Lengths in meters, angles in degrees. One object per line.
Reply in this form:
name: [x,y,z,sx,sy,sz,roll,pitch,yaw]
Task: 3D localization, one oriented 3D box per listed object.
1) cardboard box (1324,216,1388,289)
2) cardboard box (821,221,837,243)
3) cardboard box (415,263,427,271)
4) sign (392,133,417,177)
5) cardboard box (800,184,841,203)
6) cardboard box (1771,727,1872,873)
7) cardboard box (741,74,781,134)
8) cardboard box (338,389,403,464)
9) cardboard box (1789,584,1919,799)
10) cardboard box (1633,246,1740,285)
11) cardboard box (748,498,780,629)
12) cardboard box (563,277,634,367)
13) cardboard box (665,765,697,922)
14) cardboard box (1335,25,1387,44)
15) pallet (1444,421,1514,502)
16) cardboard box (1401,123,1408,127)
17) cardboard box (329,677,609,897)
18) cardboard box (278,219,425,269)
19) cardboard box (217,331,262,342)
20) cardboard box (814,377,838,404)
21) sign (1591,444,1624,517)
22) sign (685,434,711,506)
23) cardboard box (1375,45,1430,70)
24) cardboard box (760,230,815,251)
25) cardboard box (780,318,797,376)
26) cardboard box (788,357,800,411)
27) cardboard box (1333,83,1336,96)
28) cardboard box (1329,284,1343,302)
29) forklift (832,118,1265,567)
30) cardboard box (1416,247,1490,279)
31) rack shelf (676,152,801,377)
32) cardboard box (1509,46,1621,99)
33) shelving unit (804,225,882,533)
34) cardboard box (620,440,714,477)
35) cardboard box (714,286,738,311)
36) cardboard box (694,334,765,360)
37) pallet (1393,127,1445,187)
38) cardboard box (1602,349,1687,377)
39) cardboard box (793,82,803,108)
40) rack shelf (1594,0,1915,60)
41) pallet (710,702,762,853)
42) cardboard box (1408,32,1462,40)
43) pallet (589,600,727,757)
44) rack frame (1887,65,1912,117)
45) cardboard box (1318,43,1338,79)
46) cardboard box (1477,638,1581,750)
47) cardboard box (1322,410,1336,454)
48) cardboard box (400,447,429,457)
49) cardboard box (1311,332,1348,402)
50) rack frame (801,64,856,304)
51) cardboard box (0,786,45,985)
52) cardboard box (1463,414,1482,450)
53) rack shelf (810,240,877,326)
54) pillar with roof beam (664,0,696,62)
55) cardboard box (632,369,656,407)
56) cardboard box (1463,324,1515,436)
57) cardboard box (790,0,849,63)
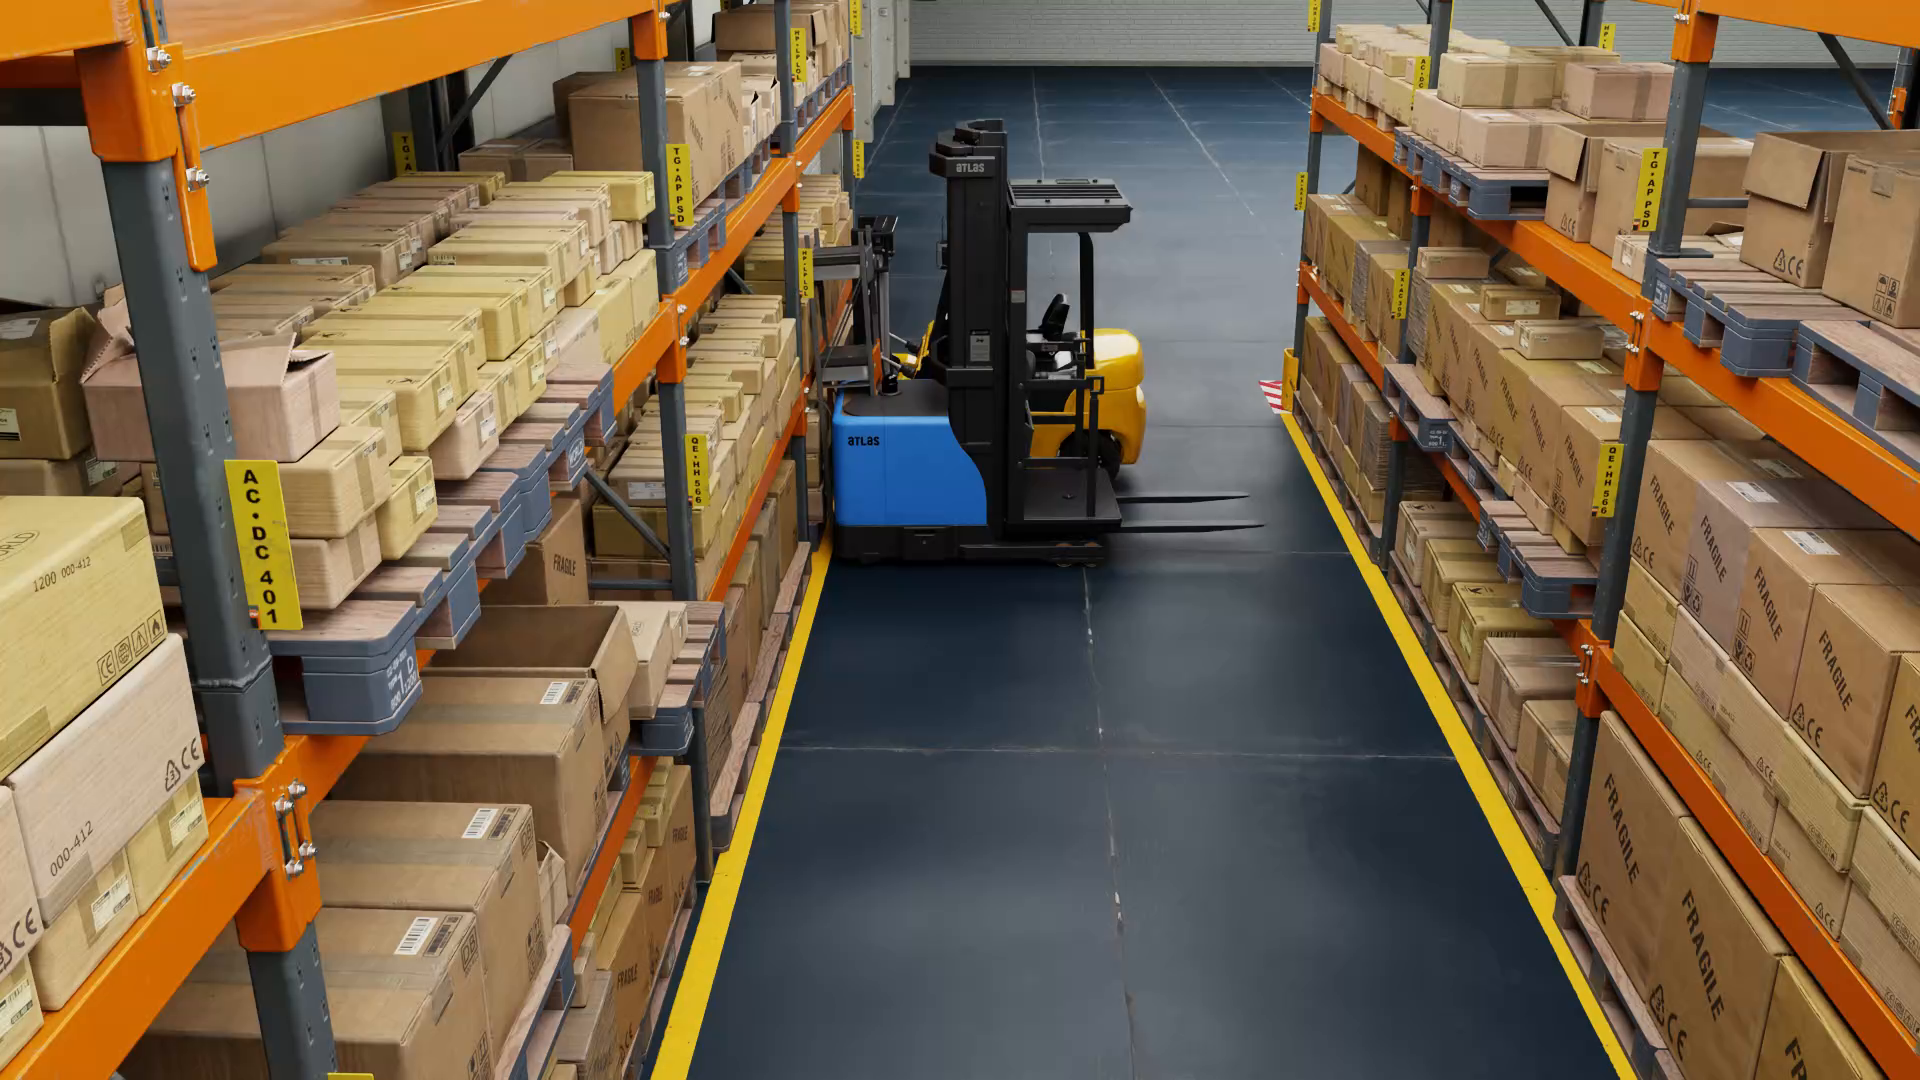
cardboard box: [3.211,-2.283,13.217,0.500,0.500,0.500,0,21,1]
cardboard box: [-1.178,-2.447,13.155,0.380,0.149,0.250,1,21,2]
cardboard box: [-2.022,-0.909,5.734,0.380,0.149,0.250,0,21,1]
sign: [-2.230,-1.484,6.736,0.100,0.325,0.005,1,21,2]
cardboard box: [-1.190,-2.862,13.813,0.380,0.149,0.250,1,21,3]
cardboard box: [2.951,0.822,5.279,0.500,0.250,0.500,1,21,3]
cardboard box: [-1.333,-2.580,9.788,0.500,0.311,0.500,0,21,0]
cardboard box: [-1.413,-0.215,3.507,0.380,0.149,0.250,1,21,3]
cardboard box: [2.971,0.466,5.160,0.500,0.500,0.500,1,21,2]
cardboard box: [3.085,-1.143,7.028,0.380,0.149,0.250,1,21,2]
cardboard box: [-1.590,0.136,10.234,0.875,0.625,0.625,0,21,1]
cardboard box: [-1.463,-0.757,5.894,0.500,0.250,0.500,1,21,2]
cardboard box: [-1.474,1.326,7.339,0.500,0.500,0.500,1,21,3]
cardboard box: [3.314,-4.165,13.713,0.380,0.149,0.250,0,21,1]
pallet: [3.305,-0.372,9.106,1.003,0.211,1.213,1,21,2]
cardboard box: [3.191,-2.773,11.230,0.380,0.149,0.250,1,21,2]
cardboard box: [-1.520,0.762,5.200,0.700,0.500,0.500,1,21,1]
cardboard box: [-1.985,-0.953,5.436,0.380,0.149,0.250,1,21,1]
cardboard box: [-1.903,-0.402,3.990,0.380,0.149,0.250,1,21,3]
cardboard box: [-1.196,-1.161,12.713,0.500,0.250,0.500,1,21,3]
sign: [2.743,-0.251,7.037,0.100,0.325,0.005,1,21,2]
sign: [-1.133,-0.299,7.161,0.100,0.325,0.005,1,21,2]
cardboard box: [3.171,-3.431,11.824,0.380,0.149,0.250,1,21,2]
cardboard box: [-1.221,-2.124,11.911,0.380,0.149,0.250,1,21,3]
cardboard box: [-1.314,-1.227,10.562,0.500,0.250,0.500,0,21,0]
cardboard box: [-1.308,-0.990,10.640,0.500,0.250,0.500,1,21,3]
cardboard box: [3.276,-3.707,13.636,0.380,0.149,0.250,0,21,0]
cardboard box: [3.201,-2.028,13.457,0.380,0.149,0.250,1,21,3]
forklift: [0.625,-1.371,11.511,3.031,2.935,1.130,0,21,-1]
cardboard box: [3.040,-1.709,10.259,0.380,0.149,0.250,1,21,1]
rack shelf: [-1.615,-1.585,8.814,1.077,0.370,4.000,1,21,2]
cardboard box: [3.517,-2.738,9.727,0.500,0.250,0.500,1,21,3]
shelving unit: [-0.778,-1.134,11.778,0.431,2.100,0.503,-3,16,4]
cardboard box: [-1.365,-0.356,7.765,0.380,0.149,0.250,1,21,3]
cardboard box: [-1.811,-1.457,11.498,0.500,0.500,0.500,1,21,1]
cardboard box: [-1.338,-1.096,9.671,0.380,0.149,0.250,0,21,0]
pallet: [3.282,-2.280,9.872,1.213,0.211,1.003,1,21,2]
cardboard box: [3.549,-0.667,8.471,0.500,0.500,0.500,1,21,3]
cardboard box: [-1.237,-2.927,10.908,0.380,0.149,0.250,1,21,3]
rack shelf: [3.347,-2.743,8.206,1.077,0.370,4.000,1,21,2]
pallet: [-1.612,1.204,8.633,1.003,0.211,1.213,1,21,2]
cardboard box: [3.719,-3.889,13.003,0.380,0.149,0.250,1,21,2]
pallet: [-1.626,0.537,6.764,1.213,0.211,1.003,1,21,2]
rack frame: [8.480,-2.620,14.634,1.000,3.000,0.127,1,21,2]
cardboard box: [3.247,-3.926,13.650,0.500,0.250,0.500,0,21,1]
cardboard box: [3.327,0.813,8.839,0.950,0.372,0.625,0,21,1]
cardboard box: [3.201,-0.881,13.374,0.500,0.250,0.500,2,21,5]
cardboard box: [-1.438,-0.165,3.790,0.380,0.149,0.250,1,21,2]
cardboard box: [3.216,-1.415,13.713,0.500,0.500,0.500,0,21,0]
rack frame: [-1.432,-2.691,14.818,1.000,3.000,0.127,1,21,2]
cardboard box: [-1.567,0.546,2.125,0.500,0.250,0.500,0,21,0]
cardboard box: [3.007,-0.603,9.203,0.380,0.149,0.250,1,21,4]
rack shelf: [-0.822,-1.793,11.592,0.431,0.518,0.480,-3,16,4]
pillar with roof beam: [1.948,-5.199,12.987,9.100,9.000,0.400,1,21,2]
cardboard box: [-1.841,-0.823,8.967,0.380,0.149,0.250,1,21,3]
cardboard box: [3.058,-0.861,8.970,0.500,0.500,0.500,0,21,-1]
cardboard box: [-1.202,-4.216,13.743,0.500,0.500,0.500,1,21,3]
